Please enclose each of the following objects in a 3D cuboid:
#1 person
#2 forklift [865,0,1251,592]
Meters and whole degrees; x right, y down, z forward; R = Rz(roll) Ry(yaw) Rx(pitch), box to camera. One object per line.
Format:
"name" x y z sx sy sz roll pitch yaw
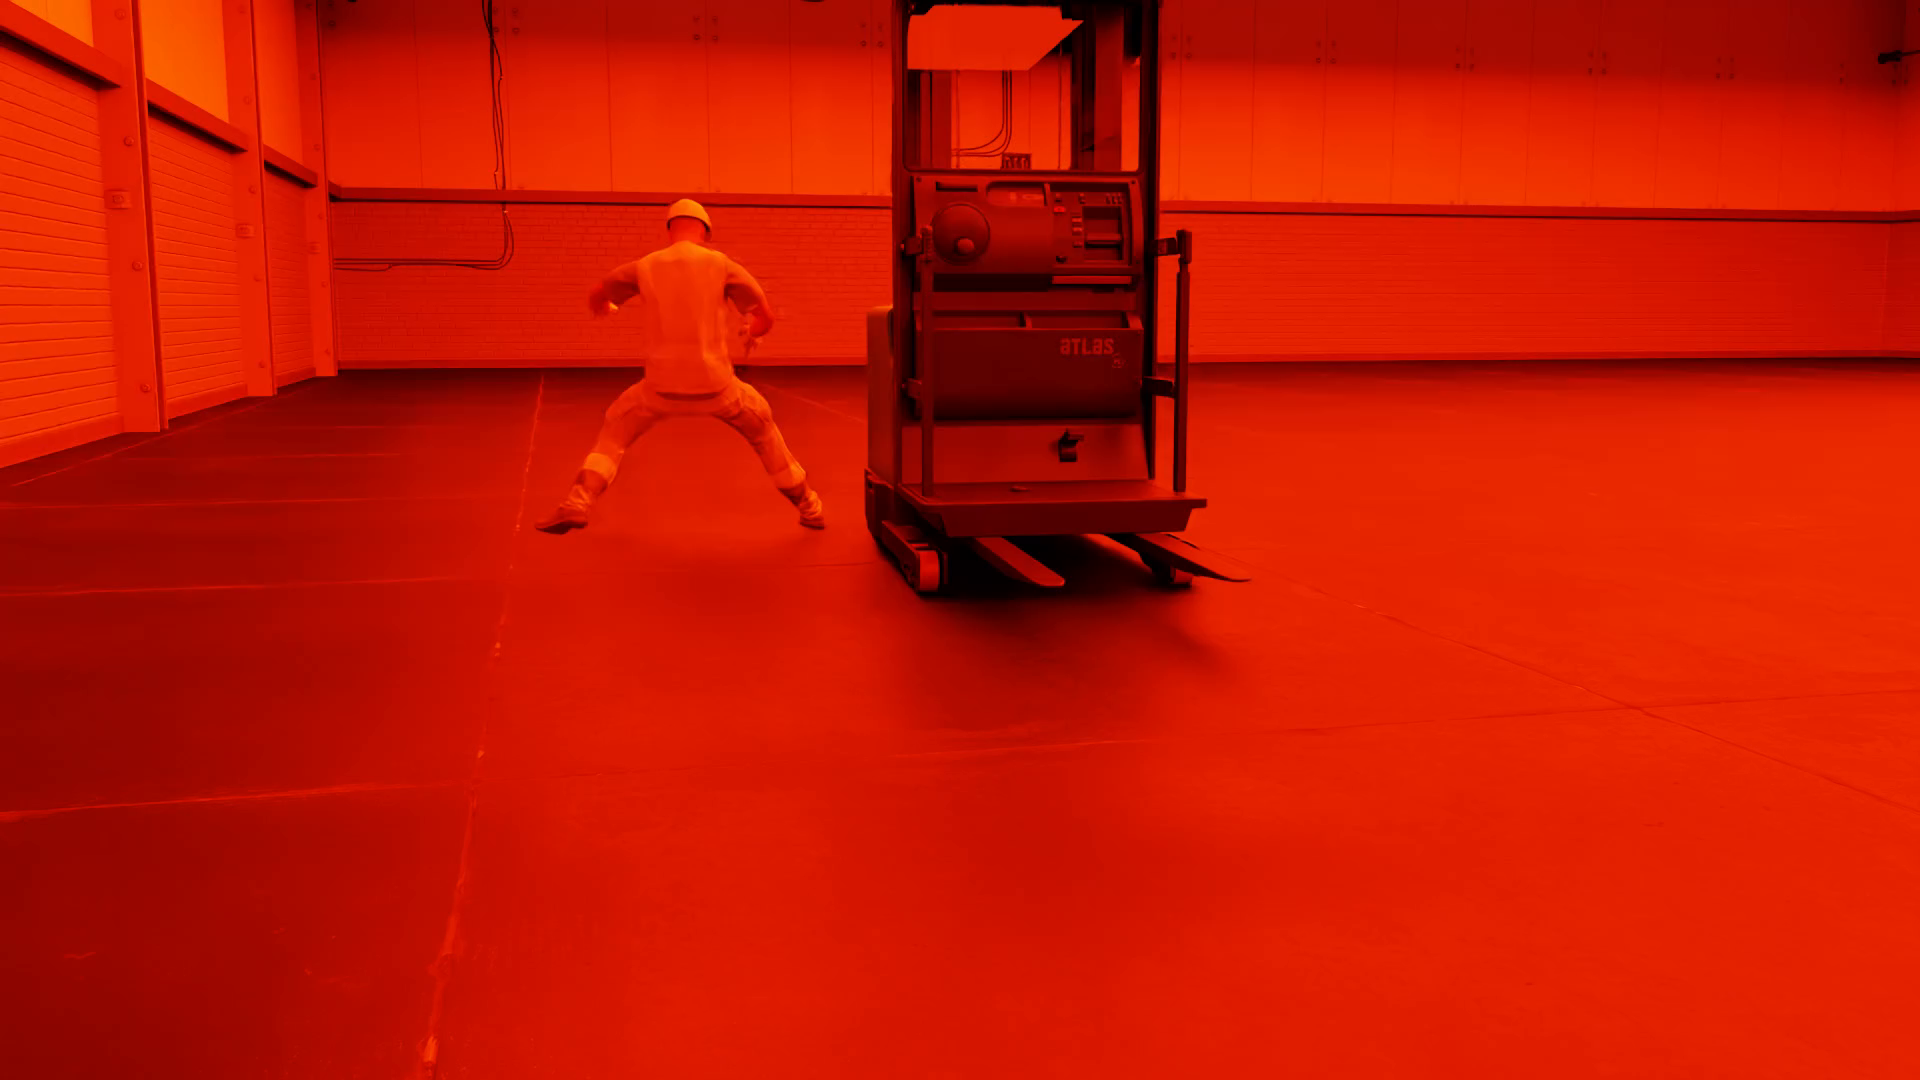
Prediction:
"person" -1.313 -0.810 7.849 1.301 1.566 0.848 0 8 0
"forklift" 0.315 -1.305 6.461 1.130 2.935 3.031 -1 8 -10
